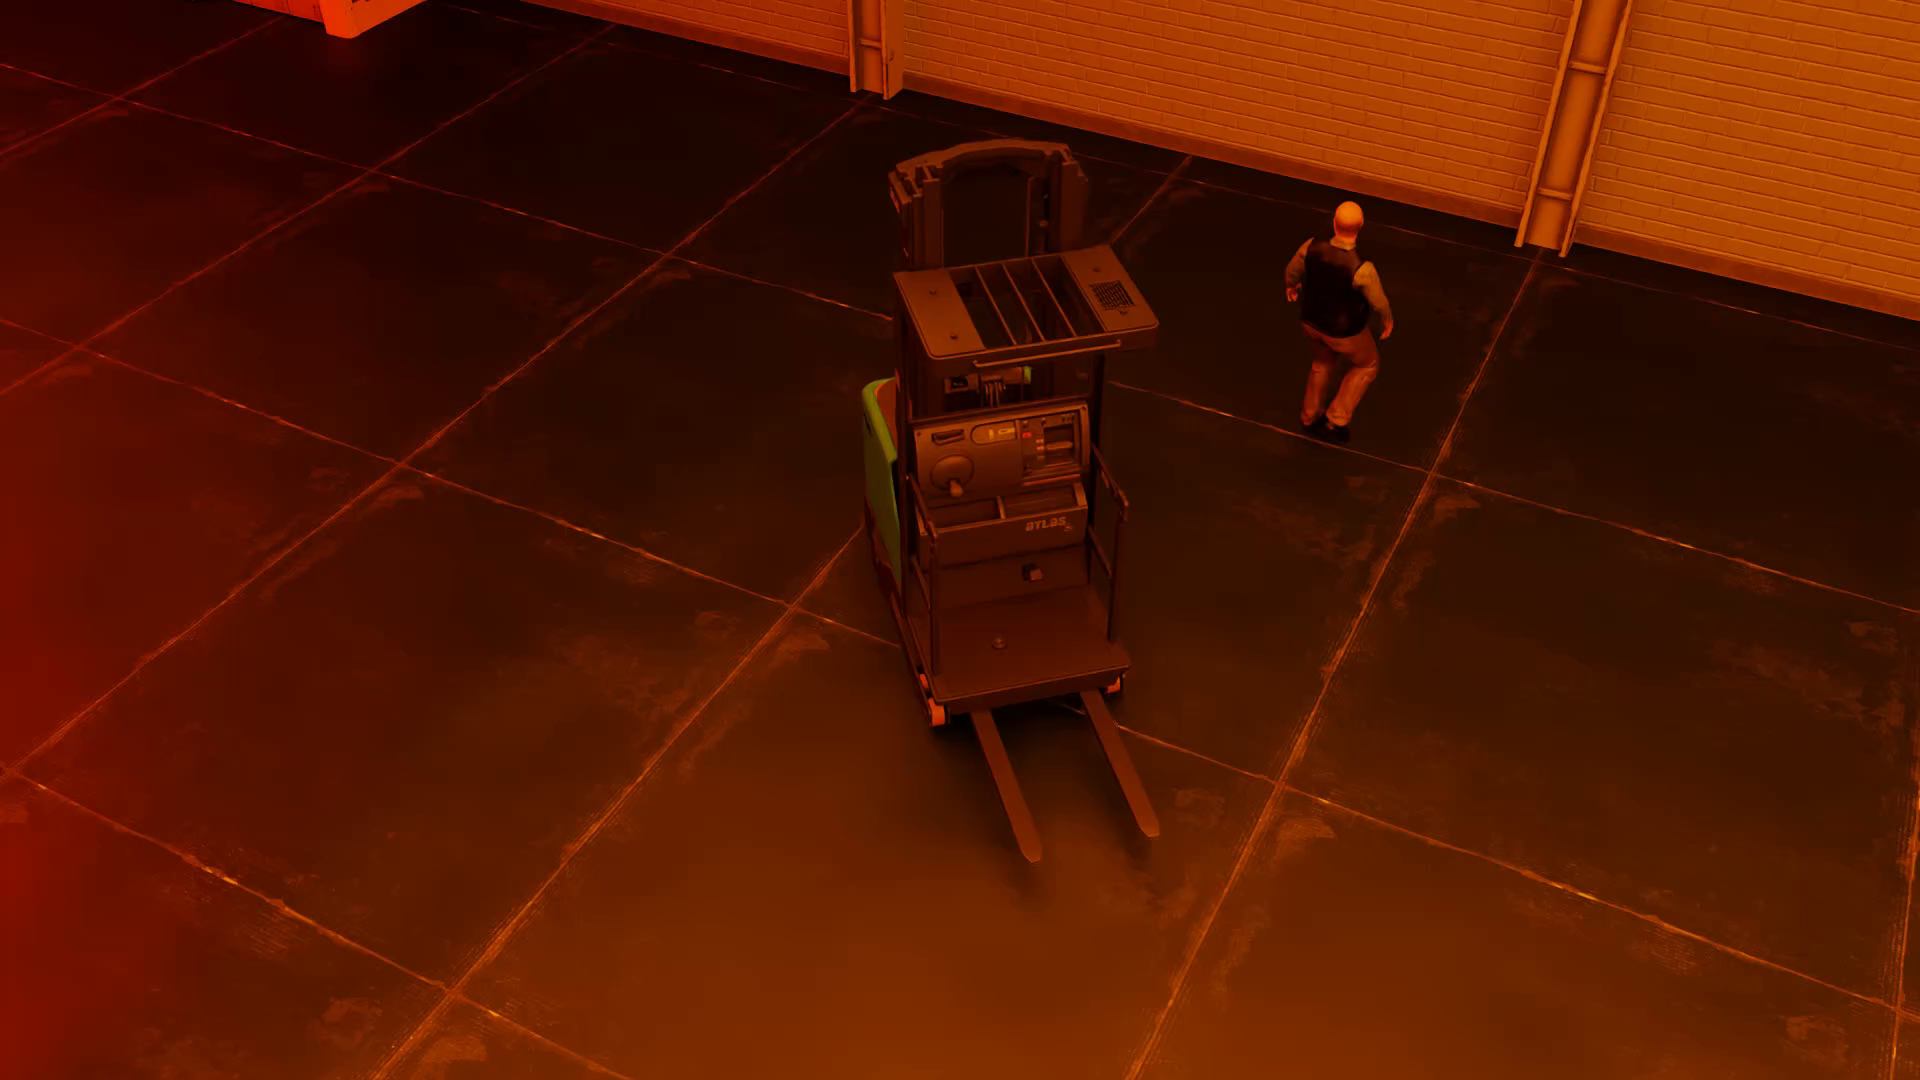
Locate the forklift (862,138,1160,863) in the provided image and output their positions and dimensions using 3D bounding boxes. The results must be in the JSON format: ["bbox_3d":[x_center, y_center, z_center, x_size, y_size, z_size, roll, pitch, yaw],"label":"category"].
[{"bbox_3d":[0.279,-0.384,8.443,1.130,2.935,3.031,-10,41,-11],"label":"forklift"}]

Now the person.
[{"bbox_3d":[2.392,-1.417,10.644,0.489,1.702,0.782,-28,48,-29],"label":"person"}]
